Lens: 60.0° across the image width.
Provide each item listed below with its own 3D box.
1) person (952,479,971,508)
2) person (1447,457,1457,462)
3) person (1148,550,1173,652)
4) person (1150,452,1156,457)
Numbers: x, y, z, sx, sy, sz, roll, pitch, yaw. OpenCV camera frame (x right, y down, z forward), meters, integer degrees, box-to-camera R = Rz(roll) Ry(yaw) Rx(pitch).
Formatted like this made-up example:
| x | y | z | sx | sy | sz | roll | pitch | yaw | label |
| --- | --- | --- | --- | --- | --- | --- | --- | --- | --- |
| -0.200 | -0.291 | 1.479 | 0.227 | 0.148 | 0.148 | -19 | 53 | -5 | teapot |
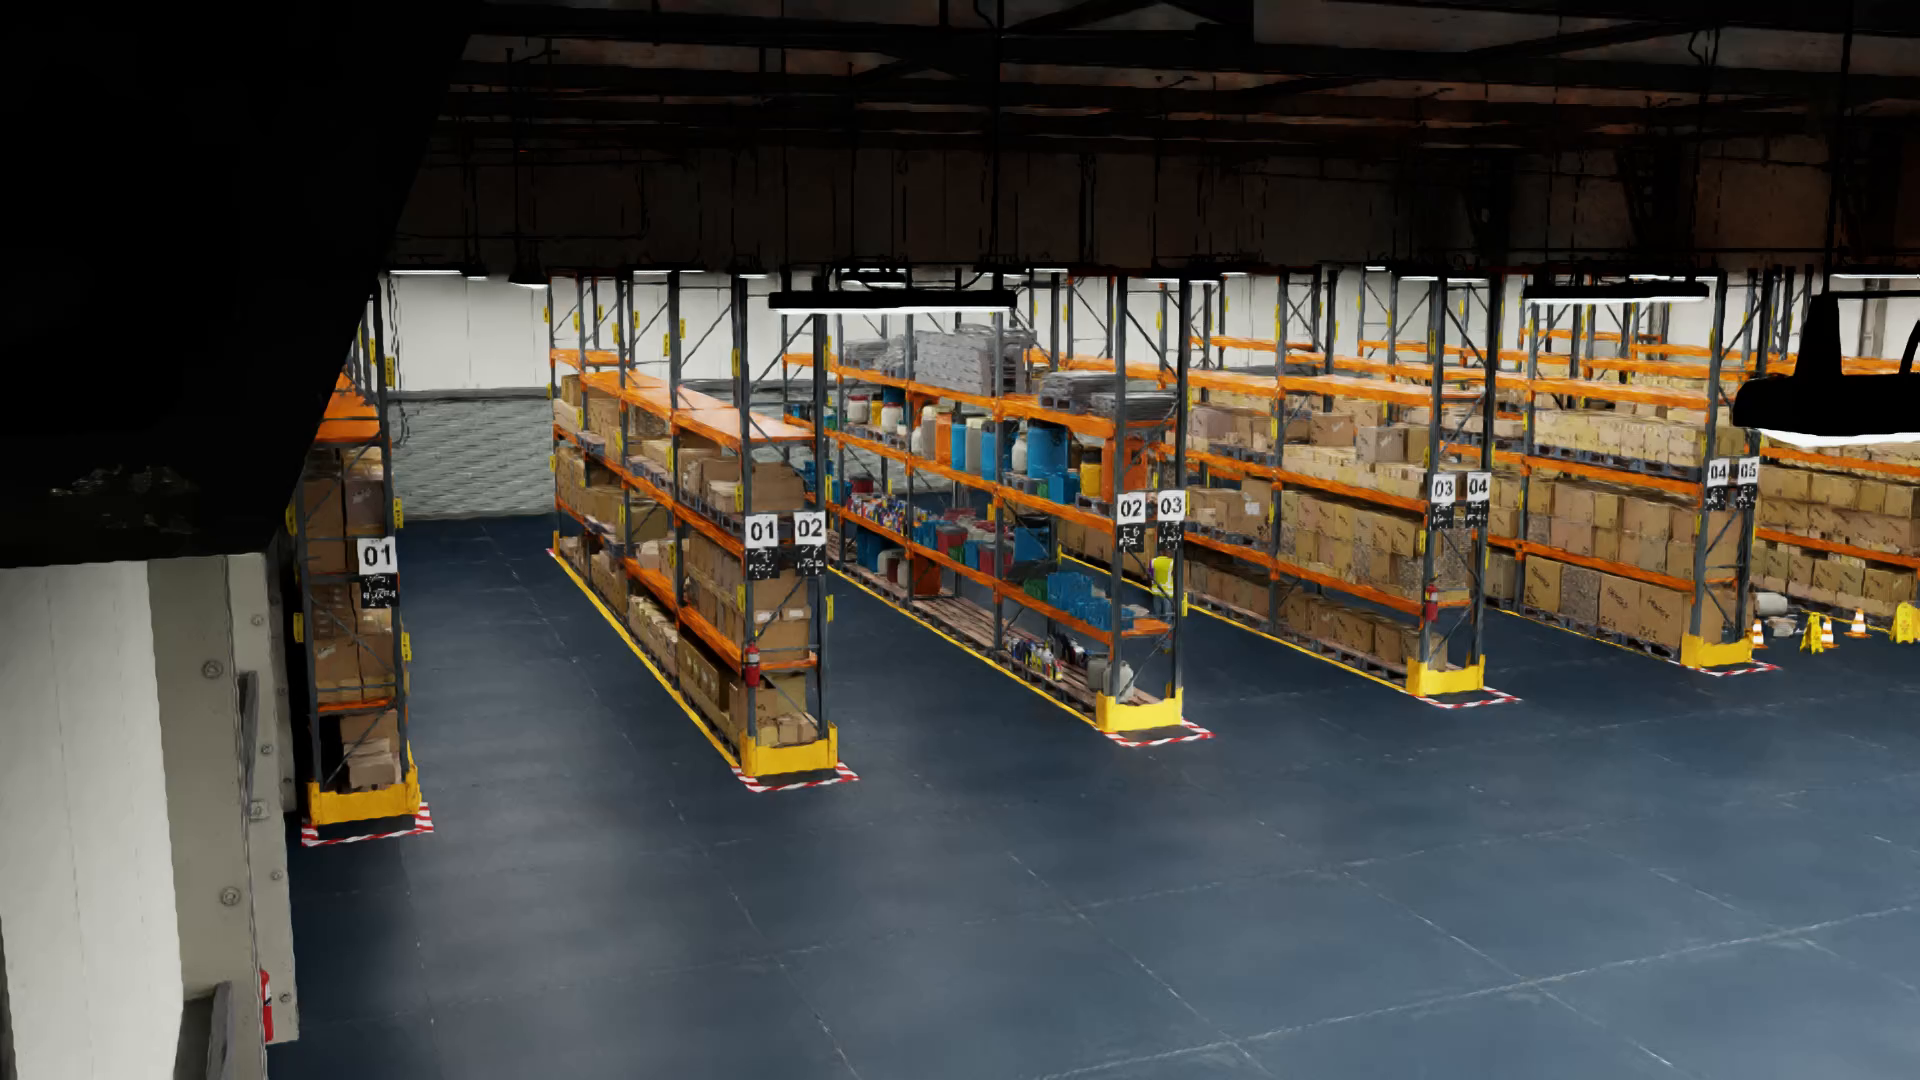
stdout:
| x | y | z | sx | sy | sz | roll | pitch | yaw | label |
| --- | --- | --- | --- | --- | --- | --- | --- | --- | --- |
| 0.026 | -1.324 | 39.513 | 0.494 | 1.624 | 0.913 | 1 | 10 | 7 | person |
| 10.928 | -0.985 | 37.103 | 0.557 | 1.764 | 0.651 | 0 | 10 | -2 | person |
| 3.279 | 0.875 | 26.465 | 0.628 | 1.758 | 0.456 | 8 | 13 | 40 | person |
| 4.382 | -1.195 | 38.521 | 0.724 | 1.733 | 0.546 | -4 | 11 | -22 | person |
